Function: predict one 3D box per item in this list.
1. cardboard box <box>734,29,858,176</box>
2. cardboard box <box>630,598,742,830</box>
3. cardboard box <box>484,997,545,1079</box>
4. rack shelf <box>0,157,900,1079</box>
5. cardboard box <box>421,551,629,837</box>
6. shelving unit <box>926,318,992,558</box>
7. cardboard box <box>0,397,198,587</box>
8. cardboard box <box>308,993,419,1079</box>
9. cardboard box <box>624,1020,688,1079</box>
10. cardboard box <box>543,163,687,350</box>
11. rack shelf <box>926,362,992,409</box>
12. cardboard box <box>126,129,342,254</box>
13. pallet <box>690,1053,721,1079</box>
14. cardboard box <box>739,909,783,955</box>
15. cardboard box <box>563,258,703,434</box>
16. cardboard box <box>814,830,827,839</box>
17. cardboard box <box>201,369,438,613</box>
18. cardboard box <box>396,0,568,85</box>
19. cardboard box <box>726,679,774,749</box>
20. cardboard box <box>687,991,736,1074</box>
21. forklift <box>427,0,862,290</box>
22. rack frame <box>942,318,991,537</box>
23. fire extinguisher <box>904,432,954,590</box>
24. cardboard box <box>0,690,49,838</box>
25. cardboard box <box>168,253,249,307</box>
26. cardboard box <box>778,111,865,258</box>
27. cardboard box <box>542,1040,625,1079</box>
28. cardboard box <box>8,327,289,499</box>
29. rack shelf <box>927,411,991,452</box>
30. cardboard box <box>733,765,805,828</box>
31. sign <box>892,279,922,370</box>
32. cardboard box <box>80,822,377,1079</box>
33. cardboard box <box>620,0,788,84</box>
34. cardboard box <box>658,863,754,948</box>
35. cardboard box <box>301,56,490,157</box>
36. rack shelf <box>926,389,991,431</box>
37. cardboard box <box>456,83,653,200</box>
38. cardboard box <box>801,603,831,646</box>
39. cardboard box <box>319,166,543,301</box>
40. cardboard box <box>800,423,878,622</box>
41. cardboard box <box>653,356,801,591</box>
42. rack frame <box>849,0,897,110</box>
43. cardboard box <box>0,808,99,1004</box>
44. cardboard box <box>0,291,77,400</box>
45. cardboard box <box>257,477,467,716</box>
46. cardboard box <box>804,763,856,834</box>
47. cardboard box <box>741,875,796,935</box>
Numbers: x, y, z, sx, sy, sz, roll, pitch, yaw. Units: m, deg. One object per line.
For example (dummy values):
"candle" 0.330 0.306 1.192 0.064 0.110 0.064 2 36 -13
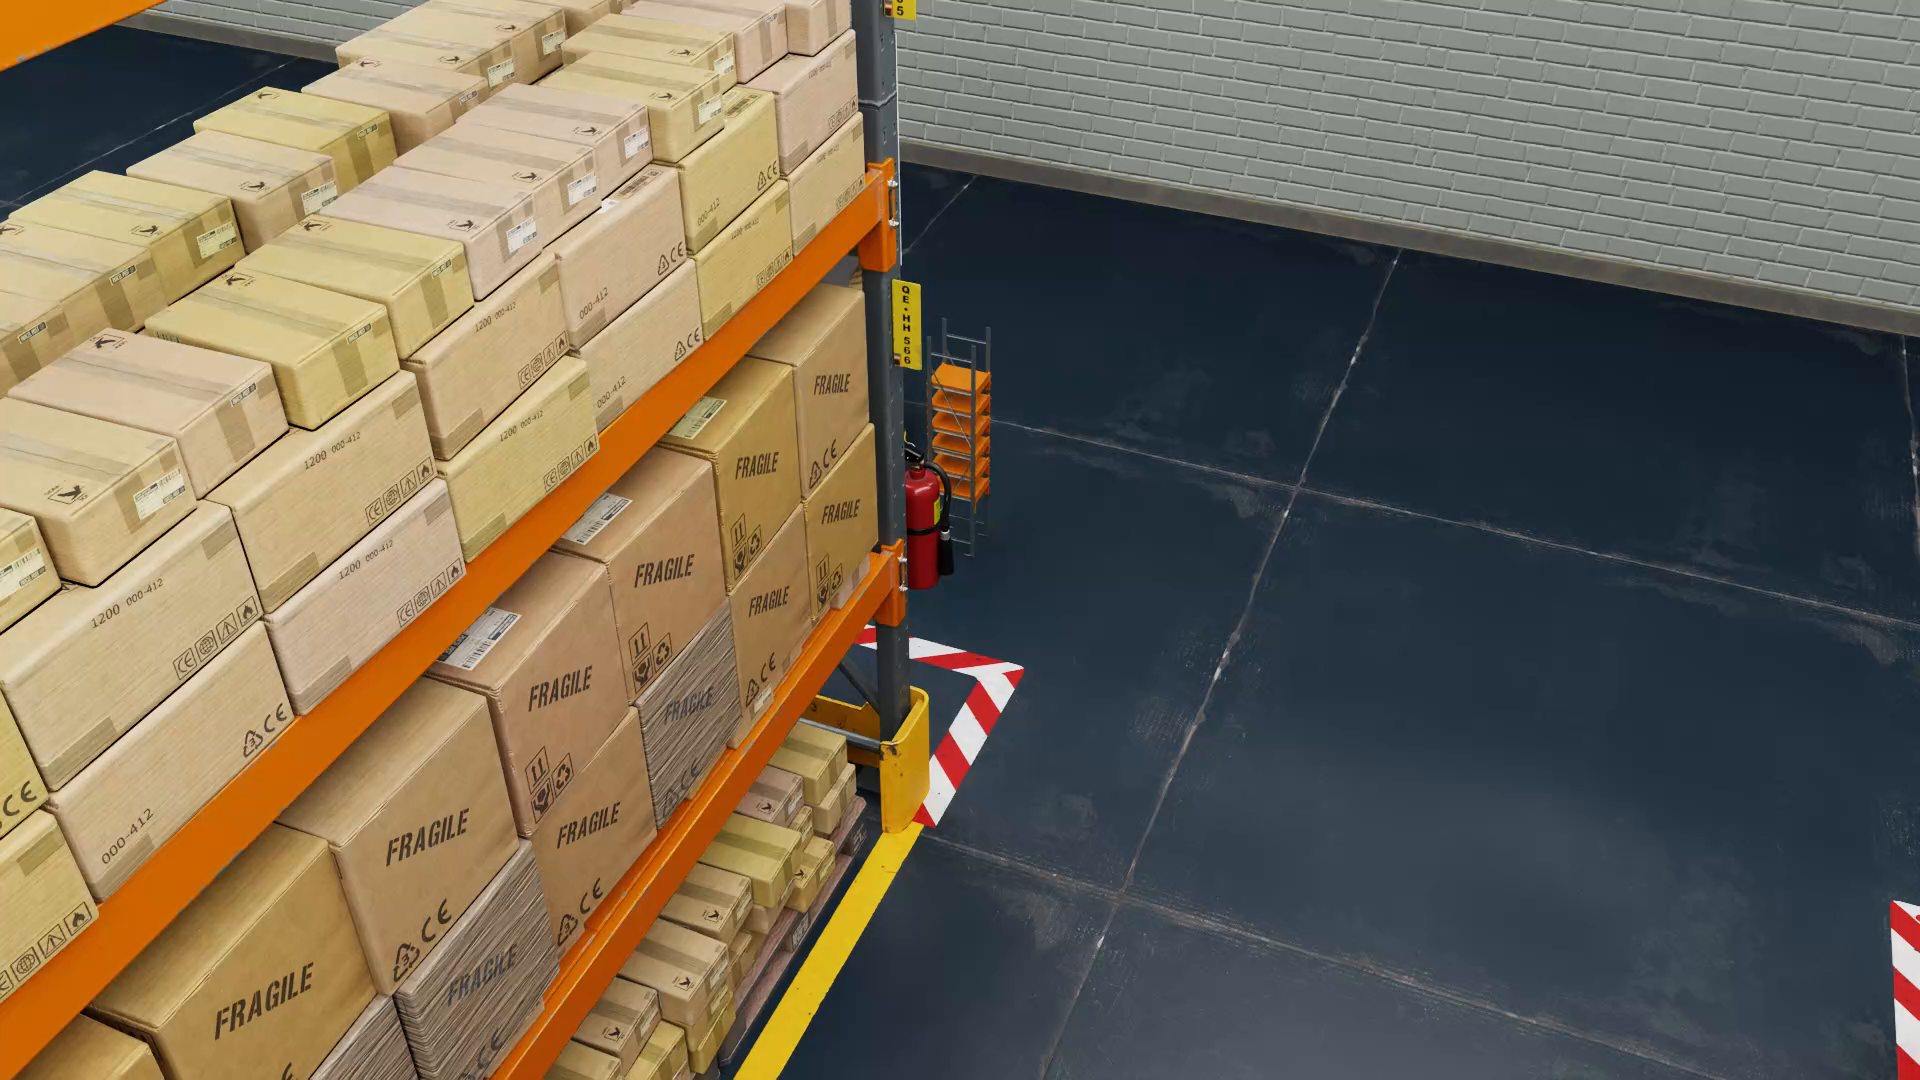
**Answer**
"cardboard box" -0.623 -1.295 4.781 0.500 0.250 0.500 13 39 16
"cardboard box" -1.001 0.449 4.914 0.500 0.500 0.500 14 39 18
"cardboard box" -1.339 1.226 4.415 0.380 0.149 0.250 16 39 20
"rack shelf" -1.444 -0.072 4.038 1.077 0.370 4.000 14 39 18
"cardboard box" -1.208 0.348 4.213 0.500 0.500 0.500 13 39 16
"shelving unit" -0.005 -0.473 7.982 0.258 1.200 0.189 14 39 18
"cardboard box" -1.552 -0.088 2.832 0.380 0.149 0.250 13 39 16
"cardboard box" -1.602 1.297 3.779 0.500 0.500 0.500 14 39 18
"cardboard box" -1.116 1.661 5.406 0.380 0.149 0.250 16 40 20
"cardboard box" -1.014 -0.729 4.023 0.500 0.250 0.500 14 39 18
"rack shelf" -0.005 -0.725 7.793 0.258 0.103 0.180 14 39 18
"cardboard box" -1.635 -0.787 3.768 0.380 0.149 0.250 15 39 19
"pallet" -1.520 2.007 5.490 1.003 0.211 1.213 14 39 18
"cardboard box" -0.875 1.338 6.086 0.380 0.149 0.250 14 39 18
"cardboard box" -1.000 -0.540 4.188 0.500 0.250 0.500 16 39 20
"cardboard box" -0.691 1.046 6.477 0.380 0.149 0.250 14 39 18
"cardboard box" -1.402 -0.155 3.256 0.500 0.250 0.500 15 39 19
"cardboard box" -1.302 -1.370 4.548 0.380 0.149 0.250 14 39 18
"cardboard box" -0.832 0.497 5.391 0.380 0.149 0.250 15 39 19
"cardboard box" -0.996 1.633 5.691 0.380 0.149 0.250 12 38 16
"forklift" -1.891 -1.672 8.140 3.031 2.935 1.130 4 37 5
"rack frame" 0.029 -0.523 8.049 0.240 1.200 0.006 14 39 18
"fire extinguisher" -0.161 -0.120 6.383 0.296 0.674 0.183 14 39 18
"cardboard box" -1.800 0.395 2.520 0.500 0.250 0.500 15 39 19
"cardboard box" -1.683 -0.578 3.821 0.500 0.250 0.500 12 39 16
"cardboard box" -0.612 -1.096 4.932 0.500 0.250 0.500 13 39 17
"cardboard box" -1.264 1.681 5.131 0.380 0.149 0.250 14 39 18
"cardboard box" -1.473 -0.235 3.030 0.380 0.149 0.250 13 39 16
"rack shelf" -0.005 -0.533 7.936 0.258 0.103 0.180 14 39 18
"cardboard box" -0.799 0.946 6.114 0.380 0.149 0.250 15 39 19
"sign" -0.178 -0.719 5.577 0.100 0.325 0.005 14 39 18
"cardboard box" -1.625 0.904 3.470 0.500 0.500 0.500 13 39 16
"cardboard box" -0.703 -1.398 4.585 0.380 0.149 0.250 14 39 18
"cardboard box" -0.937 1.247 5.711 0.380 0.149 0.250 12 39 16
"cardboard box" -1.395 -1.069 4.145 0.380 0.149 0.250 15 39 19
"rack shelf" -0.005 -0.629 7.865 0.258 0.103 0.180 14 39 18
"cardboard box" -0.972 -0.963 4.003 0.380 0.149 0.250 13 39 17
"cardboard box" -0.675 0.208 5.777 0.380 0.149 0.250 14 39 18
"cardboard box" -1.144 -0.670 3.612 0.380 0.149 0.250 13 39 16
"cardboard box" -0.616 -0.118 5.672 0.500 0.500 0.500 15 39 19
"cardboard box" -0.820 -0.236 4.994 0.500 0.500 0.500 13 39 16
"rack frame" -0.683 -2.669 4.407 1.000 3.000 0.127 14 39 18
"cardboard box" -1.785 0.611 2.649 0.500 0.250 0.500 16 40 20
"cardboard box" -1.950 -0.368 3.207 0.380 0.149 0.250 12 39 16
"cardboard box" -1.387 0.047 3.403 0.500 0.250 0.500 15 39 20
"cardboard box" -0.620 0.945 6.363 0.380 0.149 0.250 13 39 17
"cardboard box" -0.816 1.233 5.978 0.380 0.149 0.250 12 38 16
